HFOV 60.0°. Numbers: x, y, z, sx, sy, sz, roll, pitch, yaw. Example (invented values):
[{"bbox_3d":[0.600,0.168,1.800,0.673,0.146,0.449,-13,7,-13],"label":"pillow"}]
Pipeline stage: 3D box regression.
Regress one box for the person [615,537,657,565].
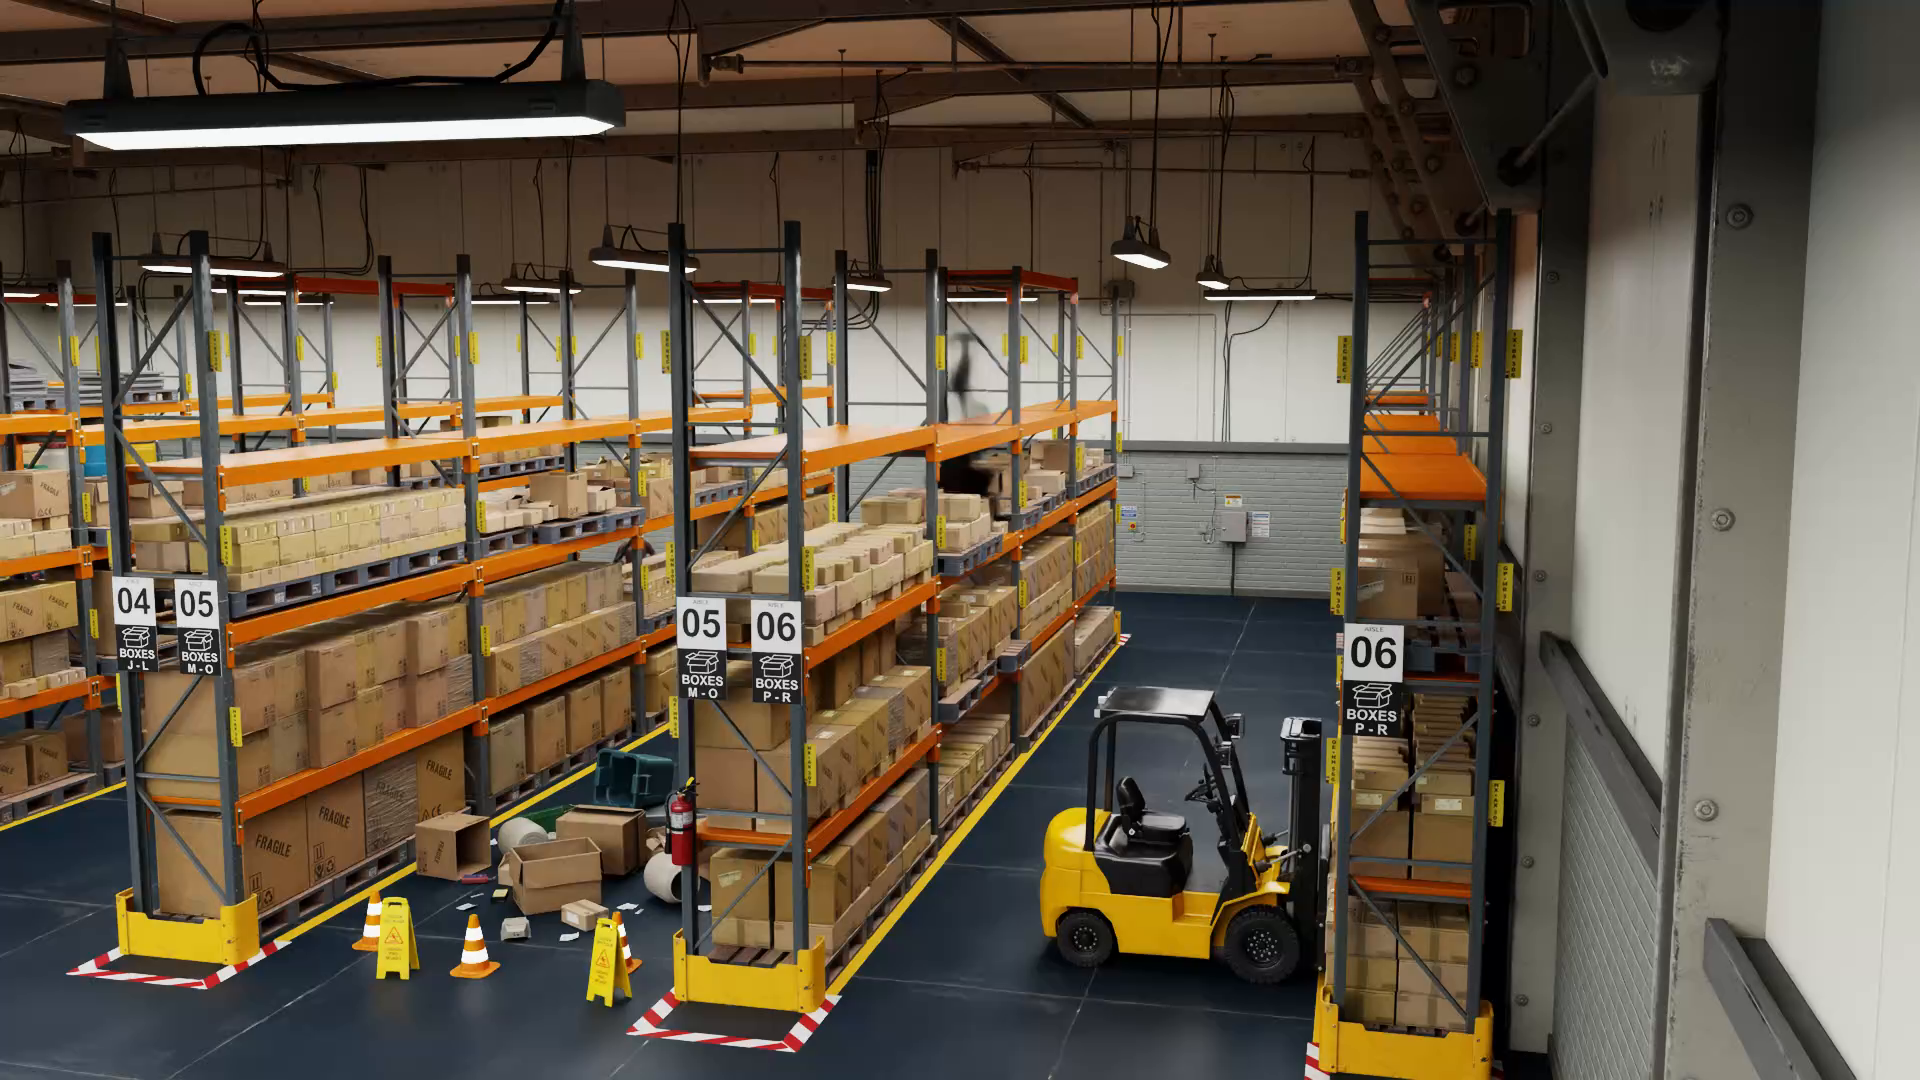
[{"bbox_3d":[-5.876,0.618,30.370,0.761,1.712,0.571,-4,8,-31],"label":"person"}]
